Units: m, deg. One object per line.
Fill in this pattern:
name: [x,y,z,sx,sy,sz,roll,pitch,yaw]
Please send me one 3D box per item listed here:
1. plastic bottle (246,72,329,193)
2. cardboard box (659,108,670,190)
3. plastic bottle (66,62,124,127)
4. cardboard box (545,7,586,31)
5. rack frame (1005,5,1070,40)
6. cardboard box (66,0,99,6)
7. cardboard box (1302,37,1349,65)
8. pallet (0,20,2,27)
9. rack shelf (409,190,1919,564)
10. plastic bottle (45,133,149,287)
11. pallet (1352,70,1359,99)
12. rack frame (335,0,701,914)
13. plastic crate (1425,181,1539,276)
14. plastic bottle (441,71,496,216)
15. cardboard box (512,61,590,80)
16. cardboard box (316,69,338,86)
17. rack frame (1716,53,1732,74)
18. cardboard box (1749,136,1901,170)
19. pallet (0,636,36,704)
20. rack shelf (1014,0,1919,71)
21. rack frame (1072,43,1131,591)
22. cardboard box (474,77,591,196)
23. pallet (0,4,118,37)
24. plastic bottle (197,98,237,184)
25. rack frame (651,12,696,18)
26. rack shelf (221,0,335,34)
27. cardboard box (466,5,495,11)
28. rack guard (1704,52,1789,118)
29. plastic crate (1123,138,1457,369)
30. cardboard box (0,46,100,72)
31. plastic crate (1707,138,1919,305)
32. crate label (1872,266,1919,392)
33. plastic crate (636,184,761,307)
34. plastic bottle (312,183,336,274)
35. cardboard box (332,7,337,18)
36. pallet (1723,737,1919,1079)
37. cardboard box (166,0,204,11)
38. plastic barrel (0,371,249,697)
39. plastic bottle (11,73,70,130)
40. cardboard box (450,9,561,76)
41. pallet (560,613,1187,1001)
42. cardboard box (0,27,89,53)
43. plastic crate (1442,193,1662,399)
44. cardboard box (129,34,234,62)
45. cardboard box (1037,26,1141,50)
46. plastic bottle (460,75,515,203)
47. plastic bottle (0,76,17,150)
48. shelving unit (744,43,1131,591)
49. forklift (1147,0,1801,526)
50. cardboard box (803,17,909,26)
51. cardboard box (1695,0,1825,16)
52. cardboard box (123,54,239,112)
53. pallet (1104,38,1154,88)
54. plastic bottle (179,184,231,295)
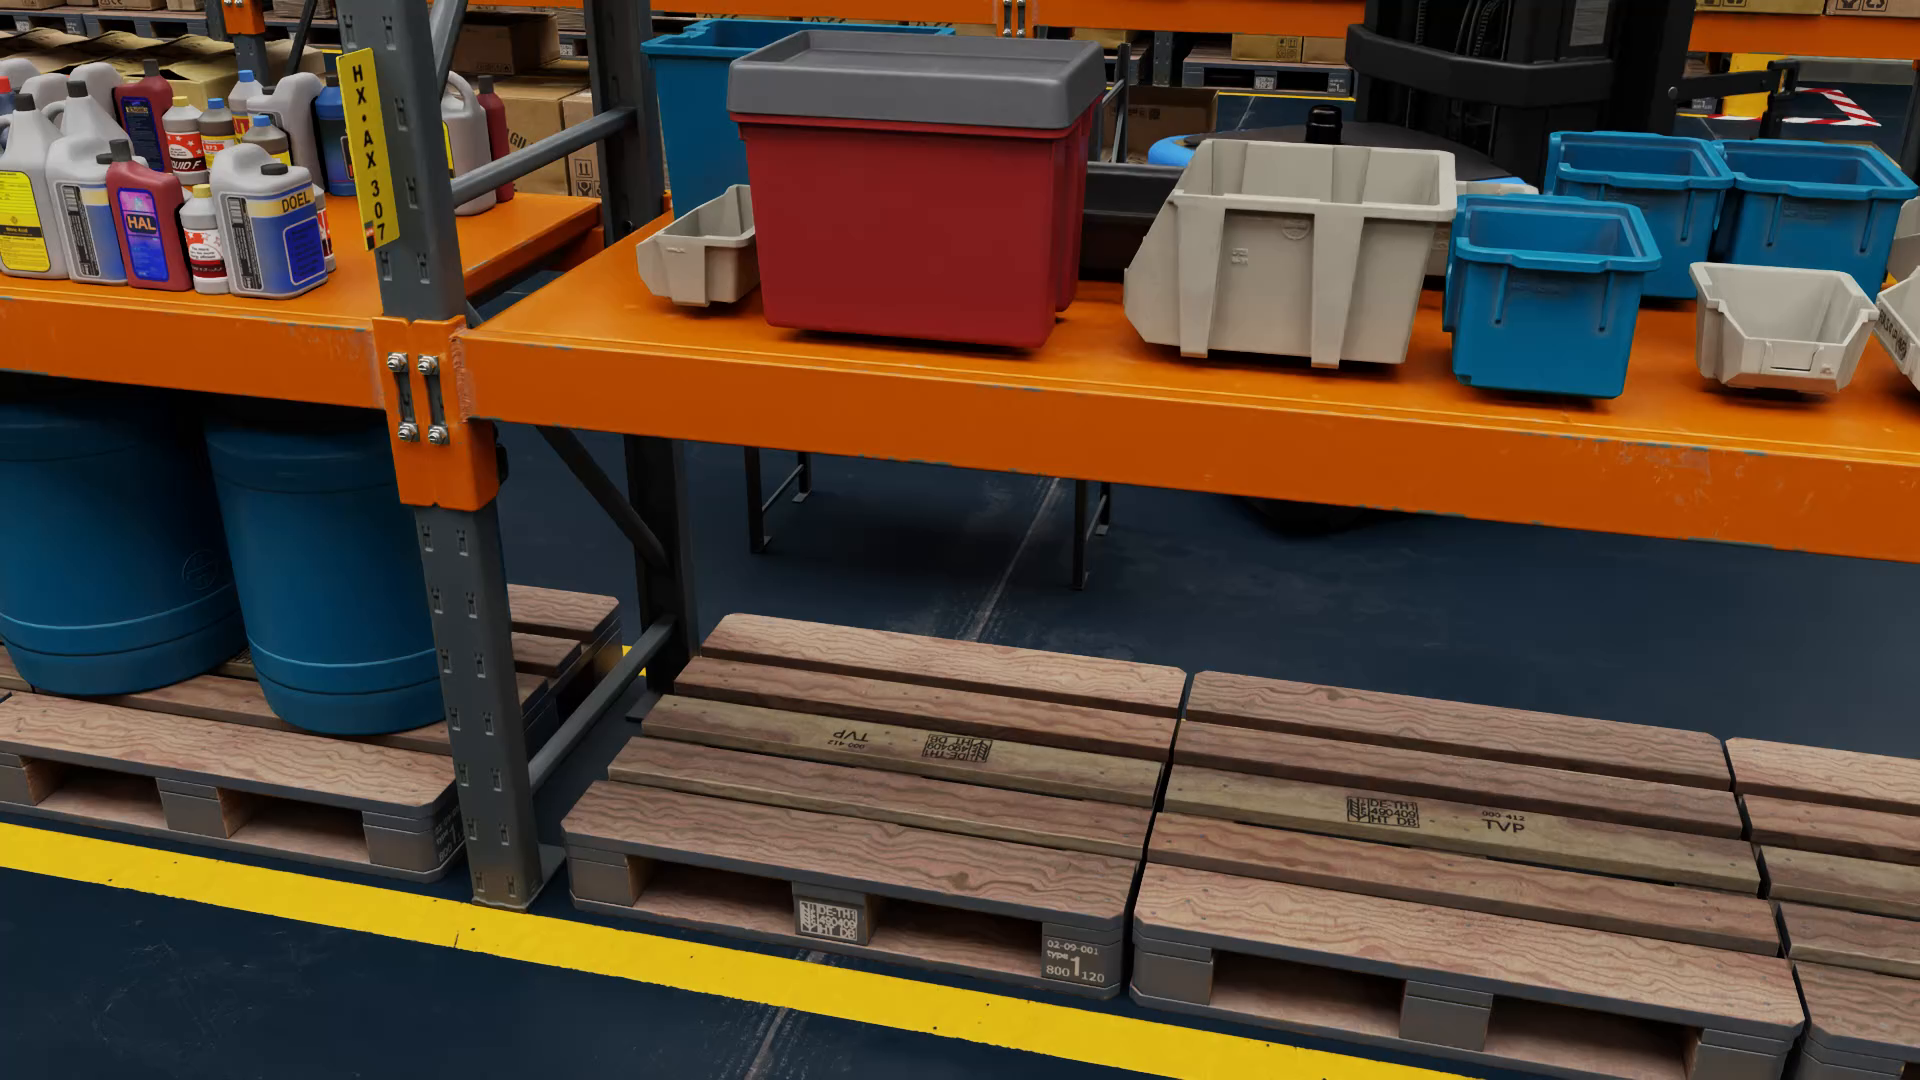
plastic bottle: [-1.575,-0.958,3.917,0.135,0.276,0.152,6,26,13]
cardboard box: [-1.141,-1.942,8.236,0.500,0.500,0.500,7,26,14]
plastic bottle: [-2.117,-1.018,4.043,0.135,0.276,0.152,6,26,13]
cardboard box: [-2.984,-4.445,13.492,0.500,0.500,0.700,7,26,14]
rack frame: [0.370,-2.828,7.701,0.127,3.000,1.000,6,26,13]
cardboard box: [-7.692,-4.838,14.728,0.250,0.149,0.380,4,26,9]
cardboard box: [2.785,-3.774,12.107,0.500,0.500,0.700,6,26,12]
pallet: [-9.170,-4.807,15.101,1.213,0.211,1.003,6,26,13]
rack shelf: [1.070,-0.228,3.076,4.000,0.370,1.077,6,26,13]
plastic bottle: [-1.683,-0.657,3.285,0.135,0.276,0.152,6,26,13]
pallet: [3.502,-3.388,12.121,1.213,0.211,1.003,6,26,13]
rack frame: [-0.867,-0.767,3.371,0.127,3.000,1.000,6,26,13]
plastic crate: [0.894,-0.613,3.286,0.466,0.136,0.293,6,26,13]
plastic bottle: [-1.166,-0.921,3.753,0.185,0.351,0.144,6,26,13]
cardboard box: [-2.038,-2.269,8.922,0.500,0.500,0.500,5,26,11]
cardboard box: [-3.134,-2.159,8.691,0.500,0.500,0.500,7,26,15]
rack frame: [5.474,-4.463,11.134,0.127,3.000,1.000,6,26,13]
cardboard box: [3.656,-1.426,7.151,0.500,0.500,0.500,6,26,13]
pallet: [-2.789,0.263,4.453,1.213,0.211,1.003,6,26,13]
rack shelf: [2.307,-2.289,7.406,4.000,0.370,1.077,6,26,13]
rack frame: [0.410,-0.632,4.832,0.032,1.500,0.500,6,26,13]
cardboard box: [-2.141,-2.049,8.461,0.500,0.500,0.500,6,26,12]
pallet: [-7.992,-4.675,14.825,1.213,0.211,1.003,6,26,13]
plastic bottle: [-1.775,-0.958,4.005,0.097,0.201,0.097,0,25,0]
rack frame: [-2.274,-5.319,12.933,0.127,3.000,1.000,6,26,13]
rack shelf: [-5.441,-3.146,9.205,4.000,0.370,1.077,6,26,13]
cardboard box: [-3.942,-4.590,13.797,0.500,0.500,0.700,6,26,13]
rack guard: [5.497,-3.332,11.666,0.348,0.500,1.175,6,26,13]
plastic crate: [0.566,-0.500,2.879,0.530,0.282,0.437,6,26,13]
cardboard box: [-5.066,-2.520,9.111,0.500,0.311,0.500,6,26,13]
plastic crate: [1.575,-0.594,3.134,0.300,0.233,0.416,6,26,13]
crate label: [1.619,-0.315,2.659,0.243,0.136,0.396,6,26,13]
plastic crate: [-0.452,-0.565,3.185,0.243,0.136,0.396,6,26,13]
plastic bottle: [-1.316,-0.638,3.333,0.097,0.201,0.097,0,25,0]
cardboard box: [-4.918,-4.711,14.052,0.500,0.500,0.700,6,26,12]
pallet: [2.218,0.816,3.290,1.213,0.211,1.003,6,26,13]
cardboard box: [-6.673,-4.712,14.441,0.250,0.166,0.380,3,26,6]
plastic barrel: [-2.076,-0.150,4.028,0.708,0.901,0.600,6,26,13]
plastic bottle: [-2.155,-0.955,3.910,0.135,0.276,0.152,6,26,13]
cardboard box: [-2.484,-2.658,8.868,0.500,0.250,0.500,7,26,15]
pallet: [-0.145,0.555,3.839,1.213,0.211,1.003,6,26,13]
cardboard box: [-5.440,-2.799,9.698,0.500,0.311,0.500,6,26,12]
plastic crate: [0.954,-0.403,2.732,0.300,0.233,0.416,6,26,13]
cardboard box: [-4.449,-2.689,9.466,0.500,0.311,0.500,6,26,12]
cardboard box: [0.938,-4.125,12.438,0.750,0.750,0.750,7,26,14]
plastic bottle: [-1.116,-0.931,3.851,0.133,0.283,0.061,6,26,13]
plastic bottle: [-1.982,-0.786,3.469,0.185,0.351,0.144,6,26,13]
shelving unit: [-0.083,-0.686,4.947,1.048,1.500,0.538,6,26,13]
forklift: [2.183,-1.768,5.554,3.031,2.935,1.130,-10,27,-21]
cardboard box: [-0.747,-4.308,12.822,0.750,0.750,0.750,6,26,13]
cardboard box: [3.239,-2.434,6.757,0.500,0.500,0.500,7,26,13]
cardboard box: [-4.072,-2.411,8.883,0.500,0.311,0.500,7,26,14]
pallet: [0.834,-3.683,12.741,1.213,0.211,1.003,6,26,13]
plastic bottle: [-1.448,-0.586,3.221,0.097,0.201,0.097,0,25,0]
